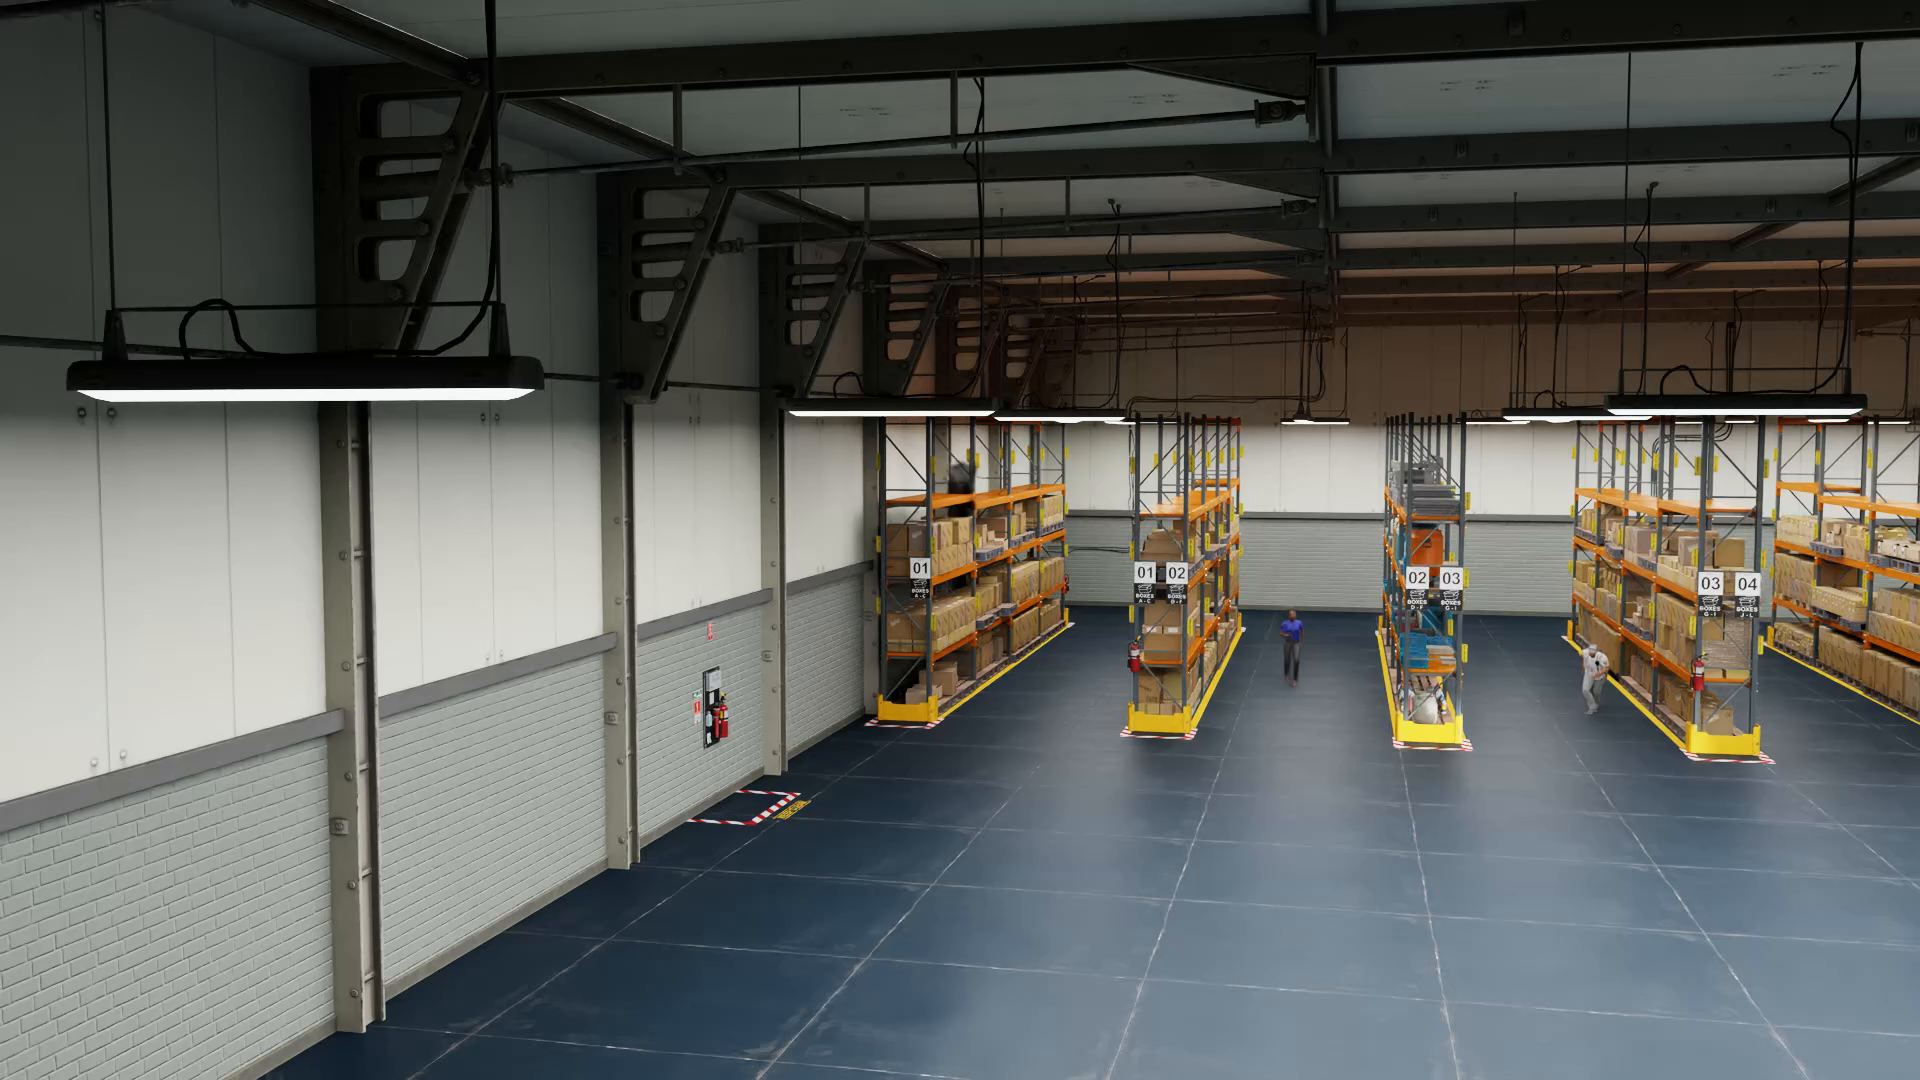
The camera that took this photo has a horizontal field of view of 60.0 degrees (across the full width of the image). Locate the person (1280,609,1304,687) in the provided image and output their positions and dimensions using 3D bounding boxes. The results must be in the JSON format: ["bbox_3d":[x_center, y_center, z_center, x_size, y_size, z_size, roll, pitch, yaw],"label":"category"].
[{"bbox_3d":[7.389,2.392,37.016,0.561,1.715,0.847,0,4,4],"label":"person"}]

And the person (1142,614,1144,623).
[{"bbox_3d":[5.272,1.888,45.024,0.681,1.515,1.142,2,4,30],"label":"person"}]

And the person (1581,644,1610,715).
[{"bbox_3d":[12.762,2.763,33.361,0.589,1.463,1.164,2,5,32],"label":"person"}]

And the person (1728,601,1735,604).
[{"bbox_3d":[20.849,1.803,44.897,0.668,1.813,0.786,2,4,30],"label":"person"}]
